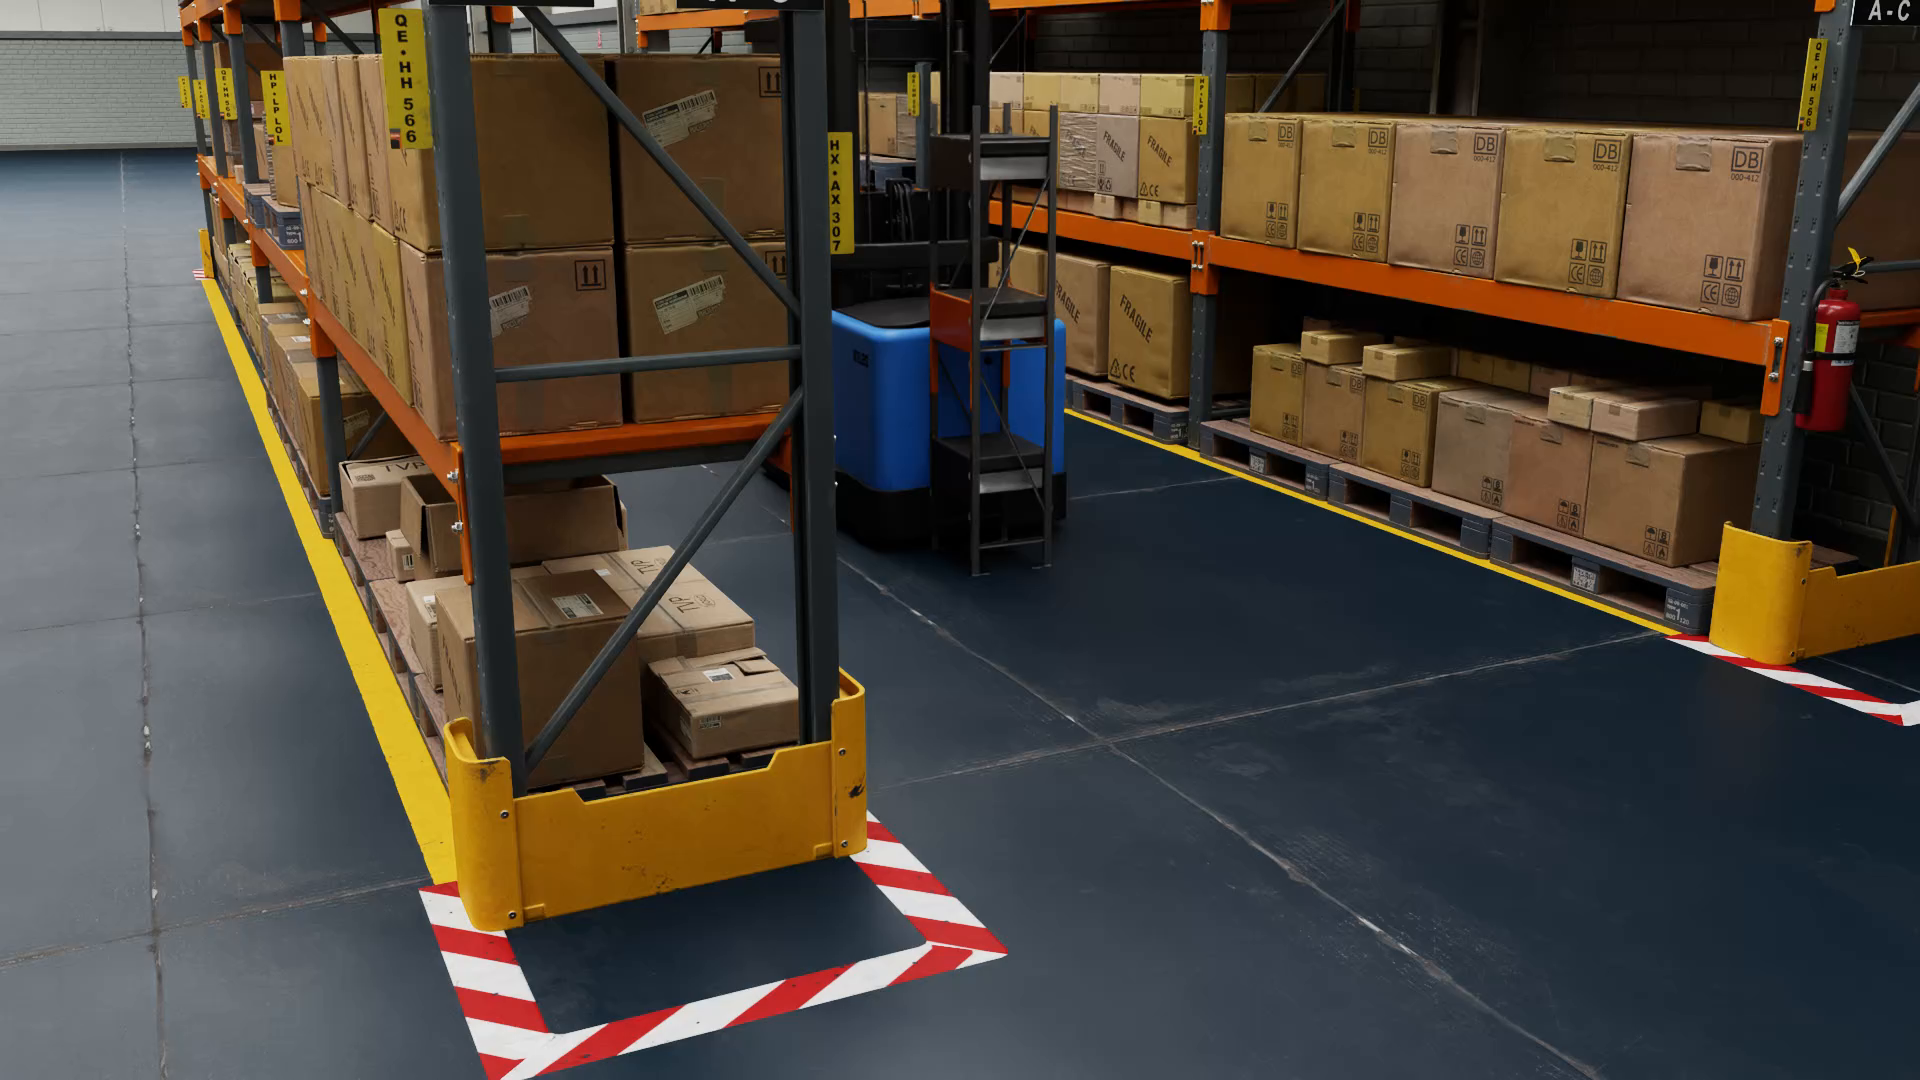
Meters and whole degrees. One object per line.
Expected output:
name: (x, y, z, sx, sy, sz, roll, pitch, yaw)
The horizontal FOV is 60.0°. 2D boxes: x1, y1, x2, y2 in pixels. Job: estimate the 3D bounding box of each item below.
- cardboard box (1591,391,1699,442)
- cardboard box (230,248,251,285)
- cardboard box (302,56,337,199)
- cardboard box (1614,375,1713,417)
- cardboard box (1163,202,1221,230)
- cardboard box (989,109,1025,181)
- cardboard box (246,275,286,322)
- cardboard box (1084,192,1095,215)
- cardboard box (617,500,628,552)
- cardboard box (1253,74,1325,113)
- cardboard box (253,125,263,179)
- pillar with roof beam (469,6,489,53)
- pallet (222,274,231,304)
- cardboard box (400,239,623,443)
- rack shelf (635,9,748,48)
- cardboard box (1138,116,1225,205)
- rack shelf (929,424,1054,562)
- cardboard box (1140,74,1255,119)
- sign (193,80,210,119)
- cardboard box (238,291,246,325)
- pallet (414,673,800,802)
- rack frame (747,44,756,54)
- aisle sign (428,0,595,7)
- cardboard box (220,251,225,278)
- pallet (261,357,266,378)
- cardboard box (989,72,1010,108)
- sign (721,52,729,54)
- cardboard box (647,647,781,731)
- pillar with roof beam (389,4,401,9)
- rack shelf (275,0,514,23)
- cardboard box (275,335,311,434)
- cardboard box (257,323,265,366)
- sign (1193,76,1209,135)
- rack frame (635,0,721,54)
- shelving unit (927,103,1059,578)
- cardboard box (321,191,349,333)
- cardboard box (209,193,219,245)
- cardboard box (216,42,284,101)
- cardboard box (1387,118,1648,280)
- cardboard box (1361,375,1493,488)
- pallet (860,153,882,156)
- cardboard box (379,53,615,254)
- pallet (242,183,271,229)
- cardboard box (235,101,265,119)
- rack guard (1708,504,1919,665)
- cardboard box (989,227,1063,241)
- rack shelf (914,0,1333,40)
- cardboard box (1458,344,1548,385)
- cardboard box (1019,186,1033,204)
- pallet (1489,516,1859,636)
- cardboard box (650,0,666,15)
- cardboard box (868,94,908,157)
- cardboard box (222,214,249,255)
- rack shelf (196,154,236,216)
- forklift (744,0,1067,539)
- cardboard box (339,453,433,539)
cardboard box: (3.009, -0.545, 7.307, 0.380, 0.149, 0.250, -8, 18, -26)
cardboard box: (-5.911, -2.330, 14.140, 0.500, 0.311, 0.500, -8, 18, -26)
cardboard box: (-2.173, -1.577, 6.313, 0.500, 0.500, 0.500, -8, 18, -27)
cardboard box: (3.241, -0.654, 7.687, 0.380, 0.149, 0.250, -8, 18, -25)
cardboard box: (1.471, -1.992, 10.174, 0.380, 0.149, 0.250, -7, 18, -24)
cardboard box: (0.541, -2.841, 11.955, 0.500, 0.500, 0.500, -8, 18, -25)
cardboard box: (-5.015, -1.824, 12.375, 0.500, 0.311, 0.500, -8, 18, -26)
cardboard box: (1.050, -2.249, 11.068, 0.380, 0.149, 0.250, -8, 18, -25)
cardboard box: (-1.745, -0.080, 7.169, 0.500, 0.311, 0.500, -8, 18, -25)
cardboard box: (1.906, -2.760, 10.315, 0.500, 0.250, 0.500, -7, 17, -23)
cardboard box: (-5.311, -3.039, 13.220, 0.500, 0.500, 0.500, -8, 18, -25)
pillar with roof beam: (-14.055, -11.787, 33.010, 9.100, 9.000, 0.400, -8, 18, -25)
pallet: (-6.932, -2.603, 16.937, 1.003, 0.211, 1.213, -8, 18, -25)
cardboard box: (-1.267, -0.589, 4.682, 0.500, 0.500, 0.500, -7, 17, -23)
rack shelf: (-2.508, -5.629, 18.295, 1.077, 0.370, 4.000, -8, 18, -25)
cardboard box: (1.444, -2.338, 10.204, 0.500, 0.500, 0.500, -8, 18, -26)
rack shelf: (0.143, -0.232, 7.841, 0.431, 0.518, 0.480, -7, 17, -22)
cardboard box: (1.439, -2.700, 10.104, 0.500, 0.250, 0.500, -7, 18, -24)
sign: (-6.581, -3.825, 14.427, 0.100, 0.325, 0.005, -8, 18, -25)
cardboard box: (-5.677, -1.933, 13.772, 0.500, 0.250, 0.500, -8, 18, -27)
pallet: (-1.209, 0.662, 5.563, 1.003, 0.211, 1.213, -8, 18, -25)
rack frame: (-1.631, -4.037, 16.882, 1.000, 3.000, 0.127, -8, 18, -25)
aisle sign: (-1.071, -1.658, 3.877, 0.394, 0.787, 0.004, -8, 18, -25)
cardboard box: (-7.145, -2.778, 16.716, 0.500, 0.250, 0.500, -8, 18, -25)
pallet: (-4.656, -1.314, 12.449, 1.003, 0.211, 1.213, -8, 18, -25)
cardboard box: (0.324, -3.330, 12.299, 0.500, 0.250, 0.500, -8, 18, -26)
sign: (-2.876, -5.800, 20.351, 0.100, 0.325, 0.005, -8, 18, -25)
cardboard box: (-0.810, 0.481, 5.476, 0.380, 0.166, 0.250, -8, 18, -25)
pillar with roof beam: (-19.312, -14.762, 43.379, 9.100, 9.000, 0.400, -8, 18, -25)
rack shelf: (-1.702, -2.054, 5.837, 1.077, 0.370, 4.000, -8, 18, -25)
cardboard box: (-3.705, -0.926, 9.772, 0.500, 0.500, 0.500, -8, 18, -27)
cardboard box: (-4.780, -1.427, 12.009, 0.500, 0.250, 0.500, -7, 18, -24)
sign: (1.390, -2.504, 9.583, 0.100, 0.325, 0.005, -8, 18, -25)
rack frame: (-3.384, -5.029, 20.338, 1.000, 3.000, 0.127, -8, 18, -25)
shelving unit: (0.143, -0.918, 7.644, 0.431, 2.100, 0.503, -7, 17, -22)
cardboard box: (-2.155, -1.092, 6.437, 0.500, 0.500, 0.500, -8, 18, -25)
cardboard box: (-7.579, -3.387, 17.478, 0.500, 0.500, 0.500, -8, 18, -25)
cardboard box: (-6.283, -4.219, 14.980, 0.700, 0.500, 0.500, -8, 18, -25)
cardboard box: (2.739, -1.701, 8.195, 0.980, 0.700, 0.700, -9, 18, -28)
cardboard box: (2.549, -0.604, 8.687, 0.700, 0.500, 0.500, -7, 18, -24)
pallet: (-0.783, -3.439, 15.145, 1.003, 0.211, 1.213, -8, 18, -25)
cardboard box: (-1.268, -1.068, 4.541, 0.500, 0.500, 0.500, -8, 18, -25)
pallet: (-3.970, -2.194, 10.807, 1.213, 0.211, 1.003, -8, 18, -25)
cardboard box: (-6.395, -3.839, 14.834, 0.380, 0.149, 0.250, -8, 18, -25)
rack guard: (3.636, 0.146, 6.837, 1.175, 0.500, 0.348, -8, 18, -25)
cardboard box: (0.325, -2.016, 12.973, 0.750, 0.750, 0.750, -8, 18, -26)
rack shelf: (0.997, -3.646, 11.383, 1.077, 0.370, 4.000, -8, 18, -25)
cardboard box: (2.796, -0.906, 8.563, 0.380, 0.149, 0.250, -8, 18, -26)
cardboard box: (0.646, -2.509, 11.975, 0.380, 0.149, 0.250, -7, 18, -24)
pallet: (3.205, 0.090, 7.556, 1.003, 0.211, 1.213, -8, 18, -25)
cardboard box: (-3.259, -6.278, 19.034, 0.500, 0.500, 0.500, -6, 17, -21)
cardboard box: (-0.363, -3.556, 14.224, 0.700, 0.500, 0.500, -10, 19, -30)
cardboard box: (-6.691, -2.892, 15.756, 0.500, 0.500, 0.500, -8, 18, -25)
rack shelf: (-6.959, -3.588, 16.620, 1.077, 0.370, 4.000, -8, 18, -25)
forklift: (-0.505, -1.773, 9.117, 1.130, 2.935, 3.031, -7, 17, -22)
cardboard box: (-2.589, -0.243, 7.736, 0.500, 0.311, 0.500, -8, 18, -25)
